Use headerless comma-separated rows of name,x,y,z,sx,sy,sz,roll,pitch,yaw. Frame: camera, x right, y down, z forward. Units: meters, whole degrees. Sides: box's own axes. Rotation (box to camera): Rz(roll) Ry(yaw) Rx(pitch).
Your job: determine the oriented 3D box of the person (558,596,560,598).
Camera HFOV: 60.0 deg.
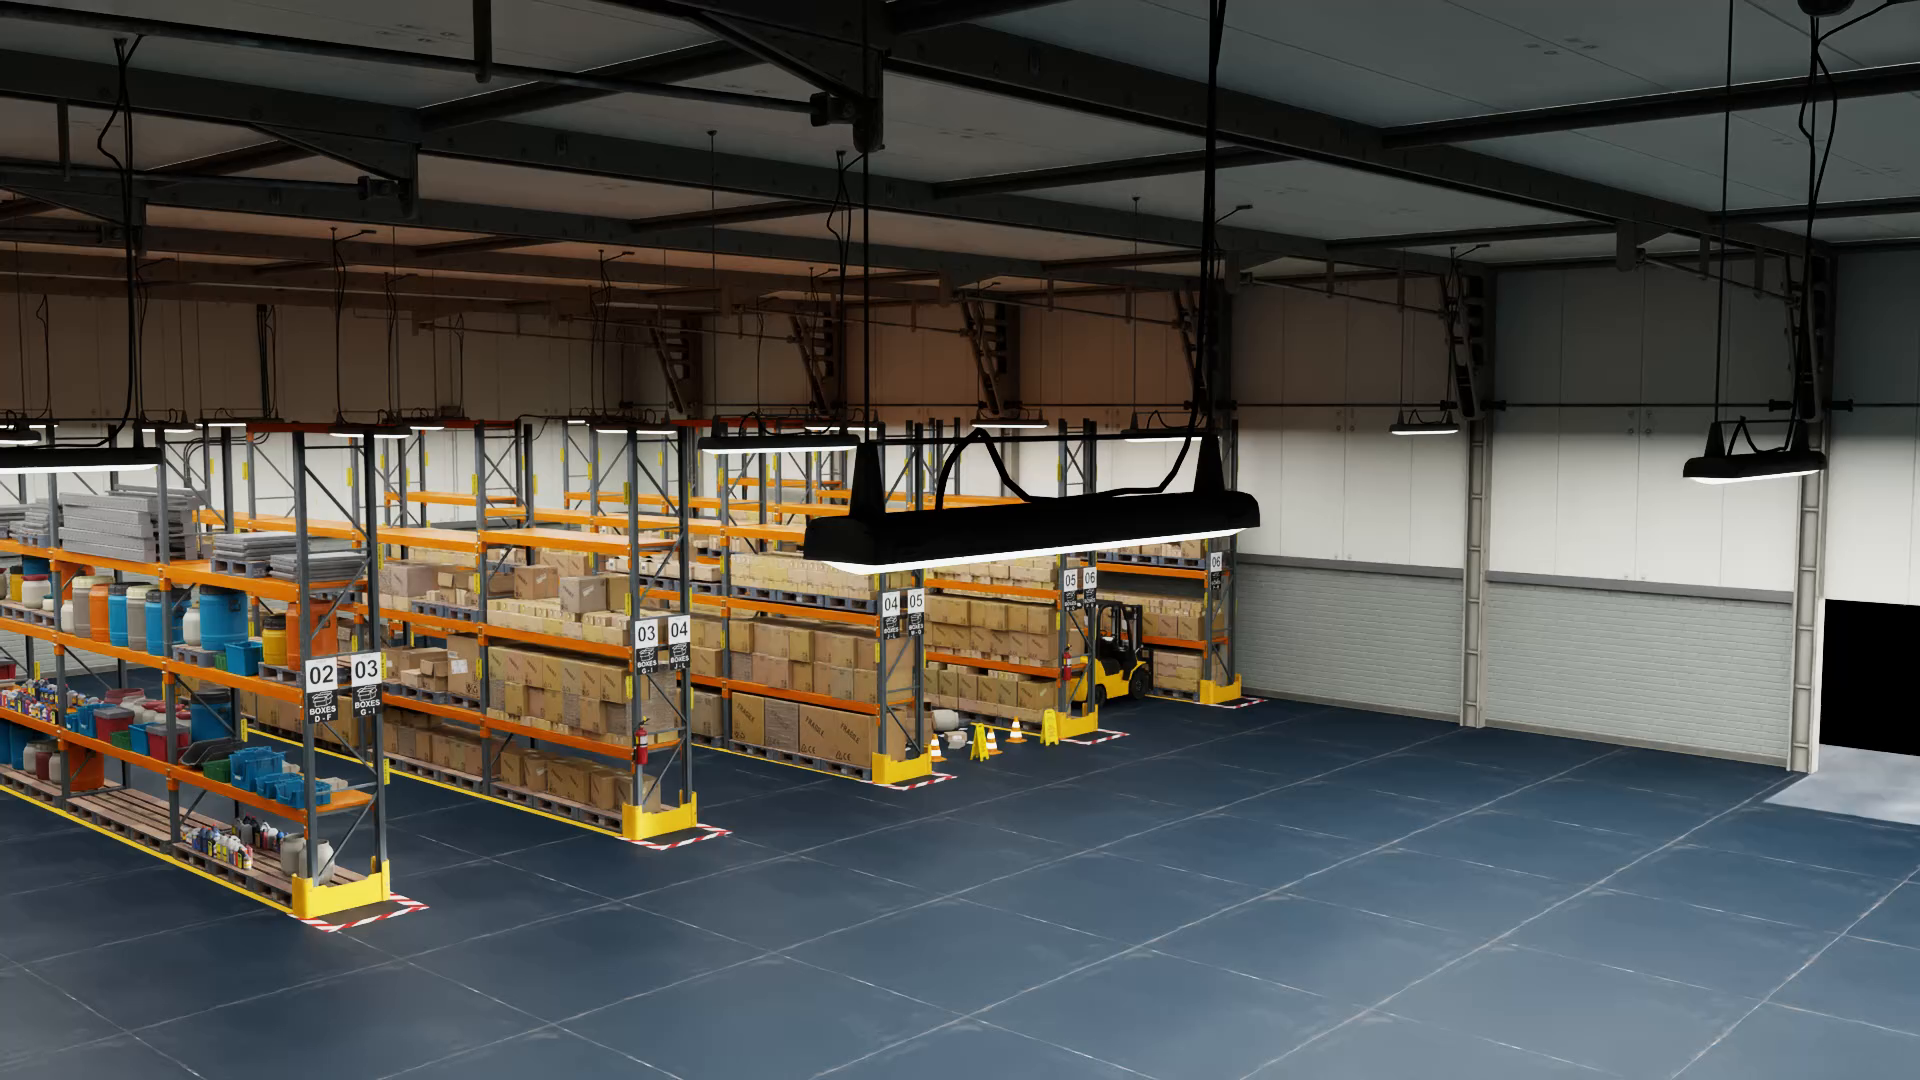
person,-9.707,2.193,40.258,0.993,1.684,0.545,-2,5,-23
